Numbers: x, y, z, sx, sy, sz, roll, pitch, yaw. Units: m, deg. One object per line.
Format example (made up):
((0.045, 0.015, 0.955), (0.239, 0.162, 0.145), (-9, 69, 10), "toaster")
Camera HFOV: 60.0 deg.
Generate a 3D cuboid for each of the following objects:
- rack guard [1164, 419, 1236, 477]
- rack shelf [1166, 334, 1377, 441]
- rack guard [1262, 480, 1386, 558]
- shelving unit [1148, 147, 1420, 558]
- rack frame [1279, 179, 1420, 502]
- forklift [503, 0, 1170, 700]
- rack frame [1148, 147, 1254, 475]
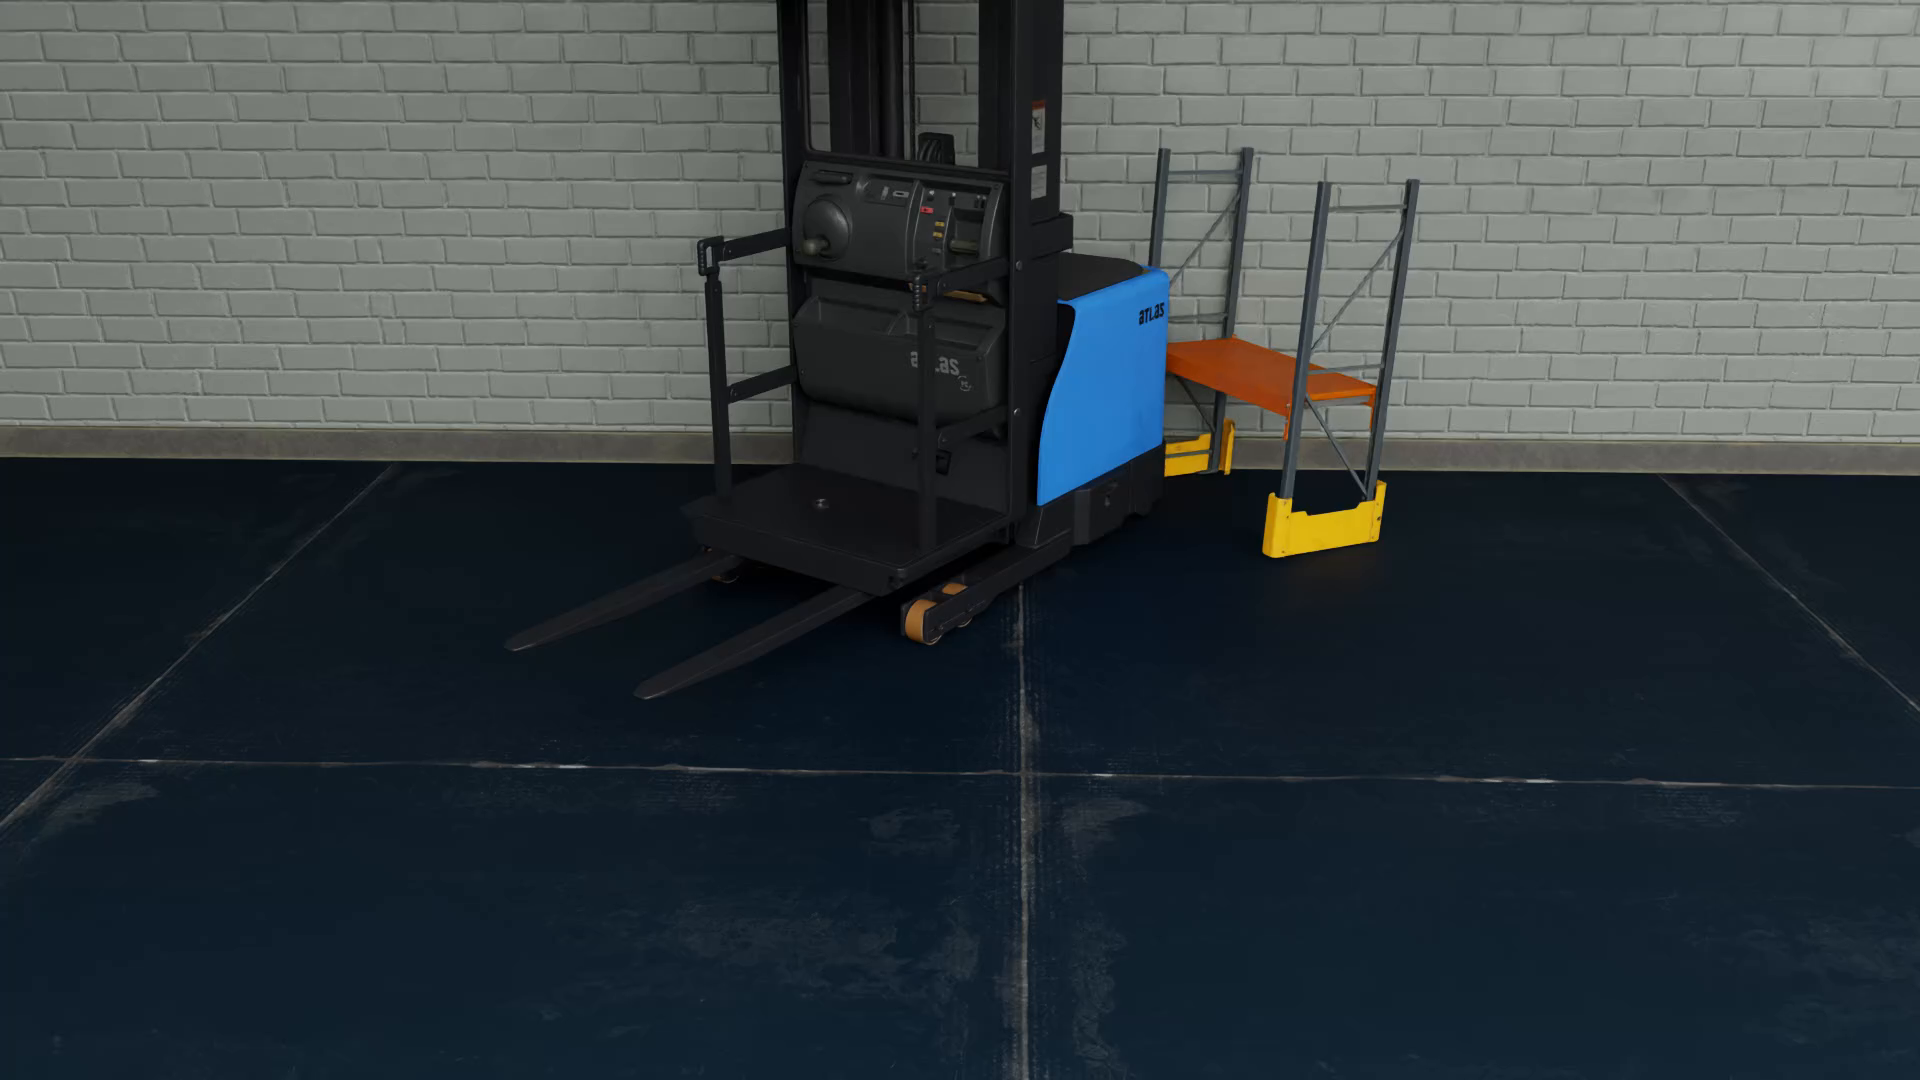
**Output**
((1.011, -0.405, 7.678), (0.587, 0.250, 0.087), (-8, 22, -29), "rack guard")
((1.279, -0.671, 7.135), (0.538, 0.185, 1.000), (-8, 22, -29), "rack shelf")
((1.508, -0.093, 6.873), (0.587, 0.250, 0.087), (-8, 22, -29), "rack guard")
((1.293, -0.837, 7.067), (0.587, 1.500, 1.083), (-8, 22, -29), "shelving unit")
((1.542, -0.681, 6.664), (0.500, 1.500, 0.032), (-8, 22, -29), "rack frame")
((-0.364, -1.182, 6.024), (1.130, 2.935, 3.031), (14, 25, 33), "forklift")
((1.035, -1.000, 7.485), (0.500, 1.500, 0.032), (-8, 22, -29), "rack frame")
